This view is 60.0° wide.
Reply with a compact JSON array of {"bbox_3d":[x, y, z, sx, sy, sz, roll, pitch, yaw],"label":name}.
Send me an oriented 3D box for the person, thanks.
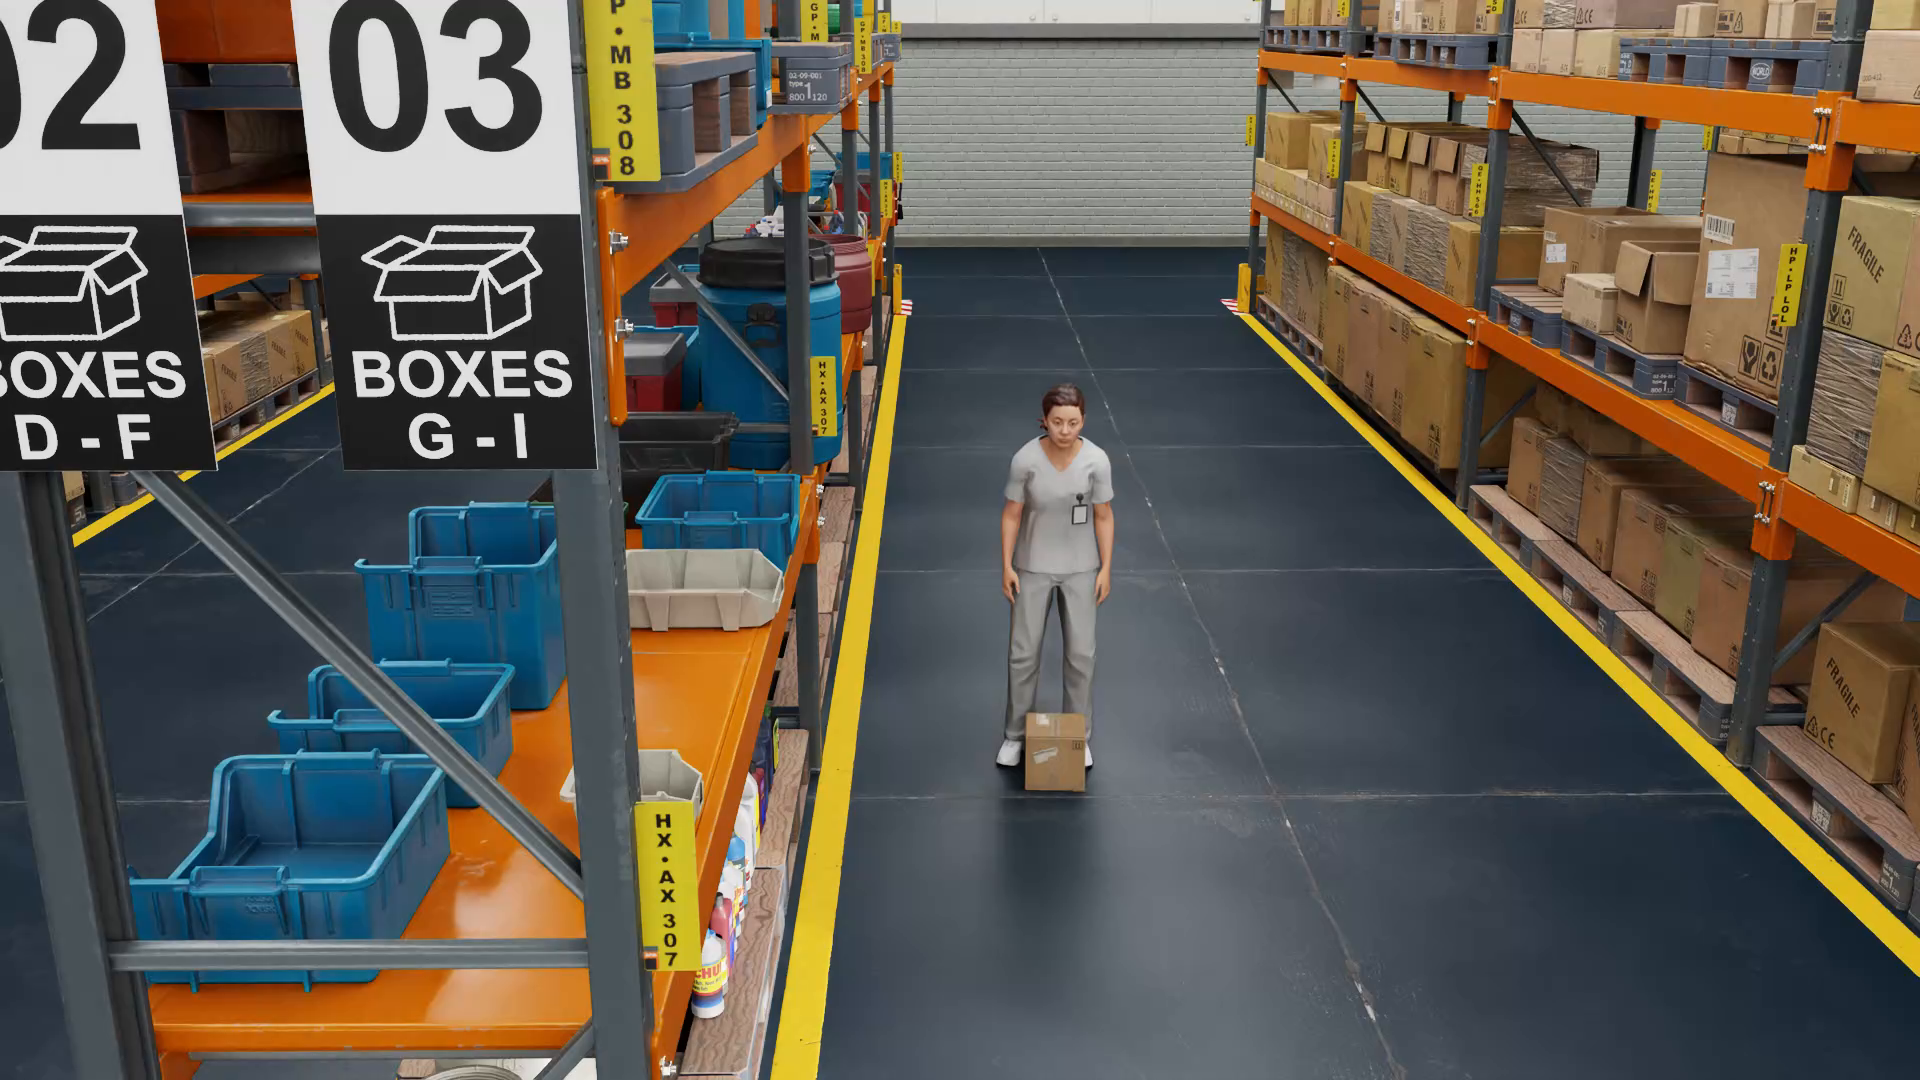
[{"bbox_3d":[0.408,0.145,7.079,0.491,1.672,0.364,1,17,2],"label":"person"}]
